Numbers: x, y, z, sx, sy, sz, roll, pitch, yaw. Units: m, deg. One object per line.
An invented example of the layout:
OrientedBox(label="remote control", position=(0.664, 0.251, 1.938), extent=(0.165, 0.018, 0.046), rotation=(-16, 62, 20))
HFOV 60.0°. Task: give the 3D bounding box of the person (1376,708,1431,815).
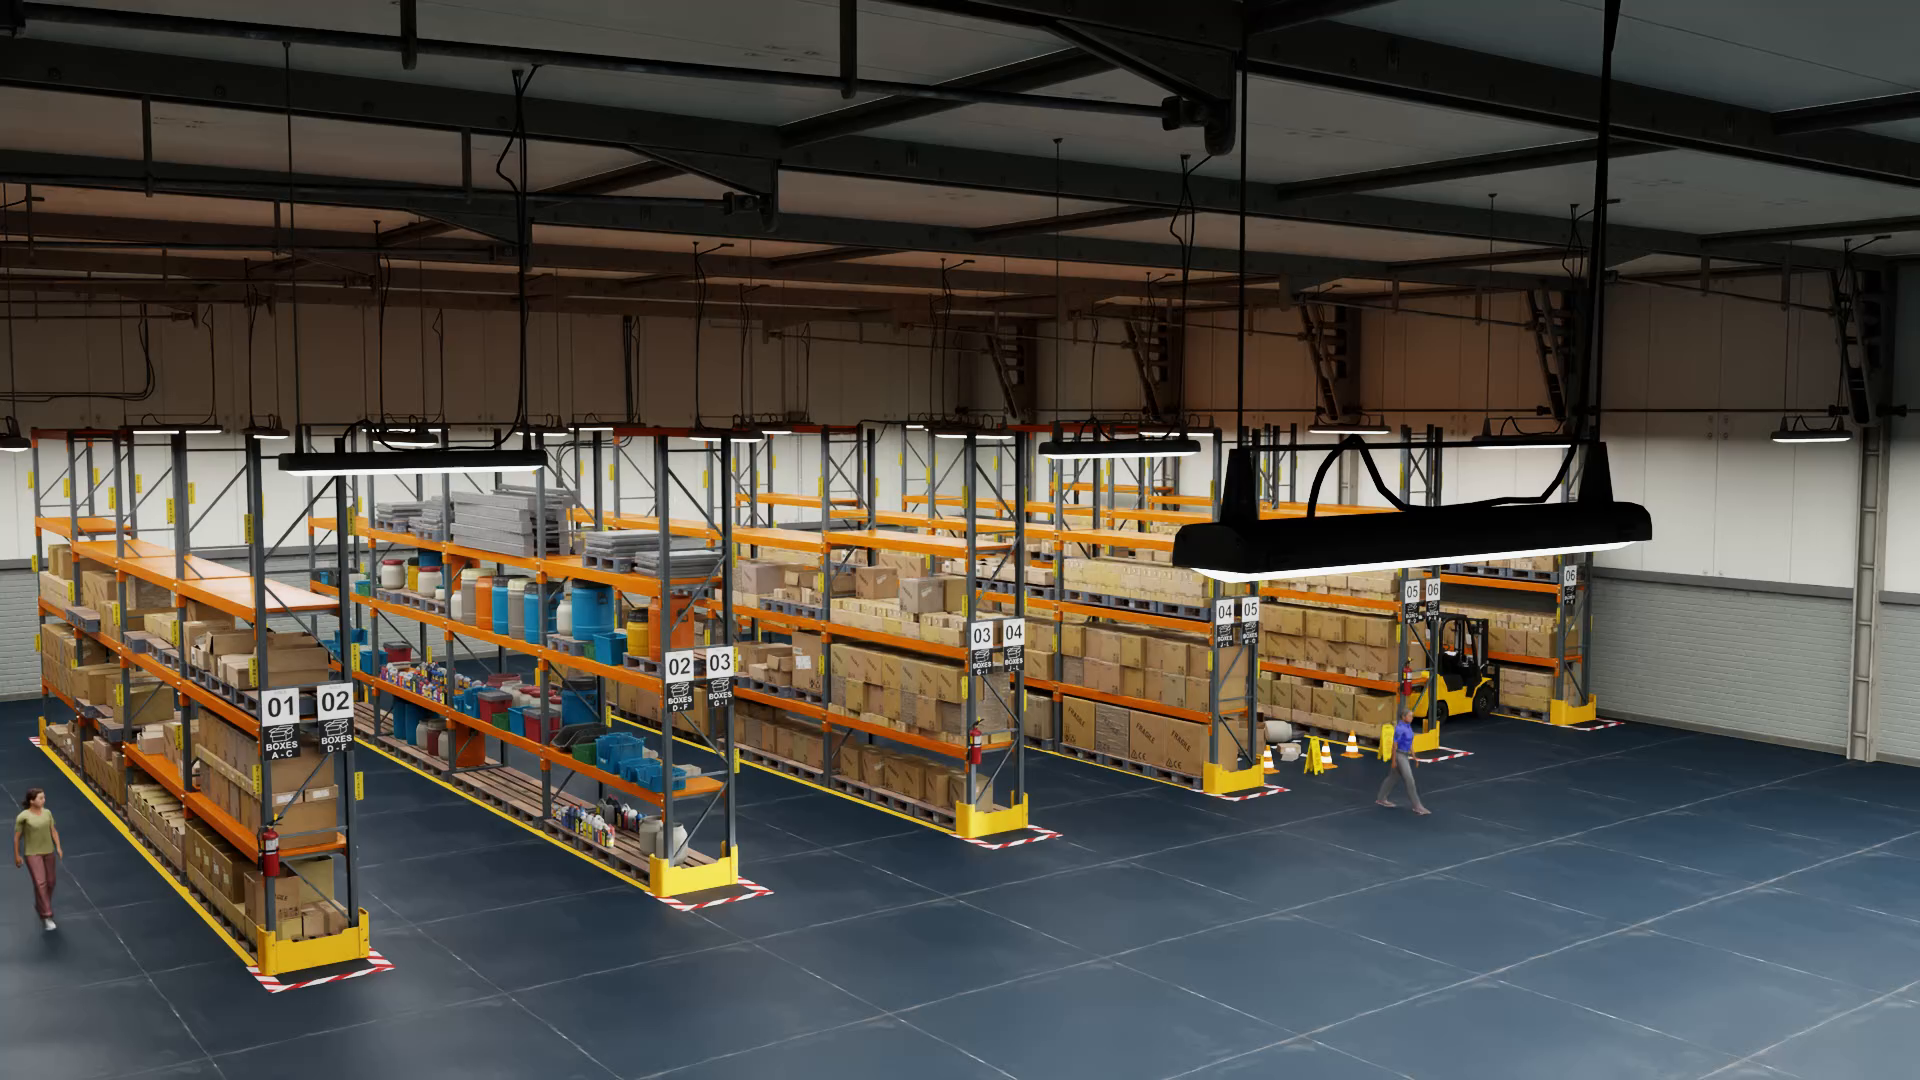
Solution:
OrientedBox(label="person", position=(7.011, 3.447, 26.205), extent=(0.901, 1.610, 0.485), rotation=(2, 5, 25))

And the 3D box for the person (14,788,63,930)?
OrientedBox(label="person", position=(-11.279, 3.902, 20.504), extent=(0.762, 1.662, 0.472), rotation=(3, 5, 30))
